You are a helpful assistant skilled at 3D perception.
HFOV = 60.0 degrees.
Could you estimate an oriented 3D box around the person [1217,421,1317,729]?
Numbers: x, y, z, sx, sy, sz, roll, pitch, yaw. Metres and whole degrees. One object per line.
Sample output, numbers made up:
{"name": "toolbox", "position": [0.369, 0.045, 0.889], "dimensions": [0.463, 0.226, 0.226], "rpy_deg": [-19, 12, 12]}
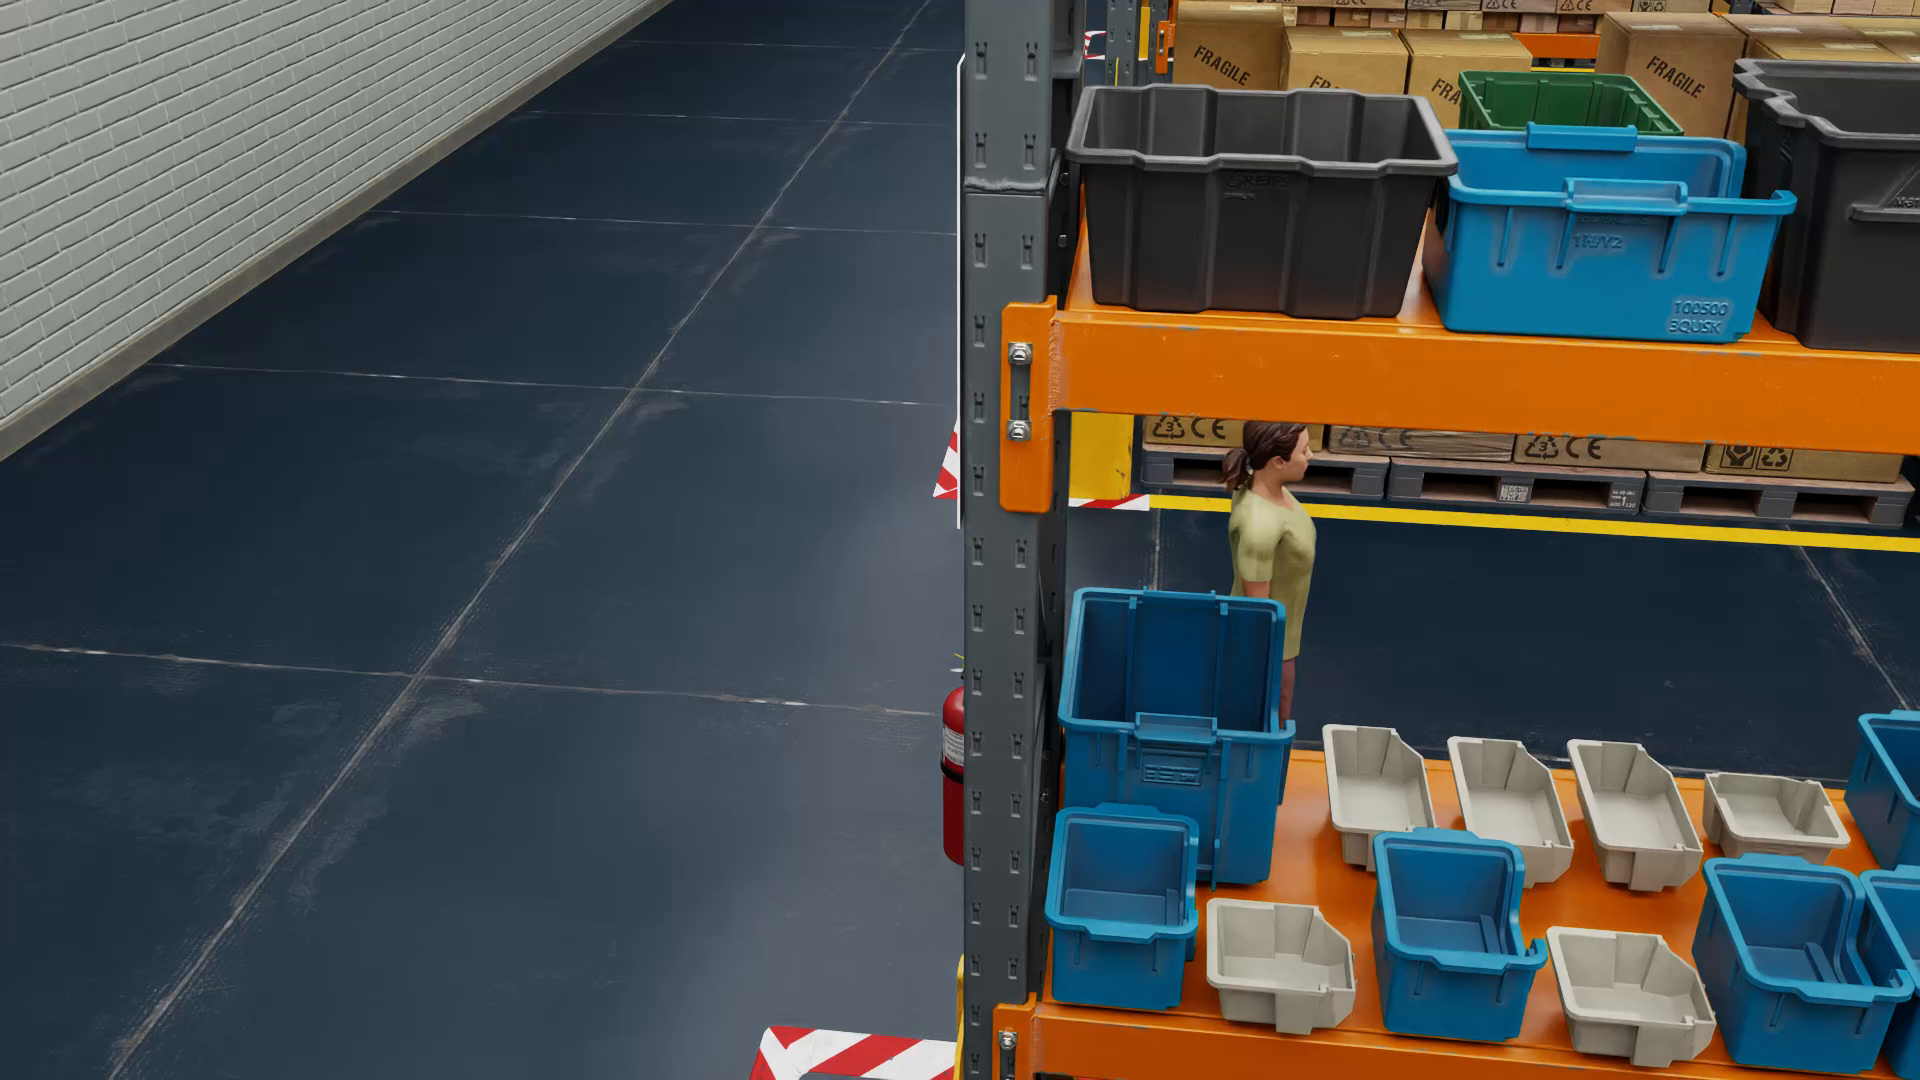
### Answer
{"name": "person", "position": [0.994, 0.328, 5.529], "dimensions": [0.369, 1.669, 0.440], "rpy_deg": [4, 29, 7]}
